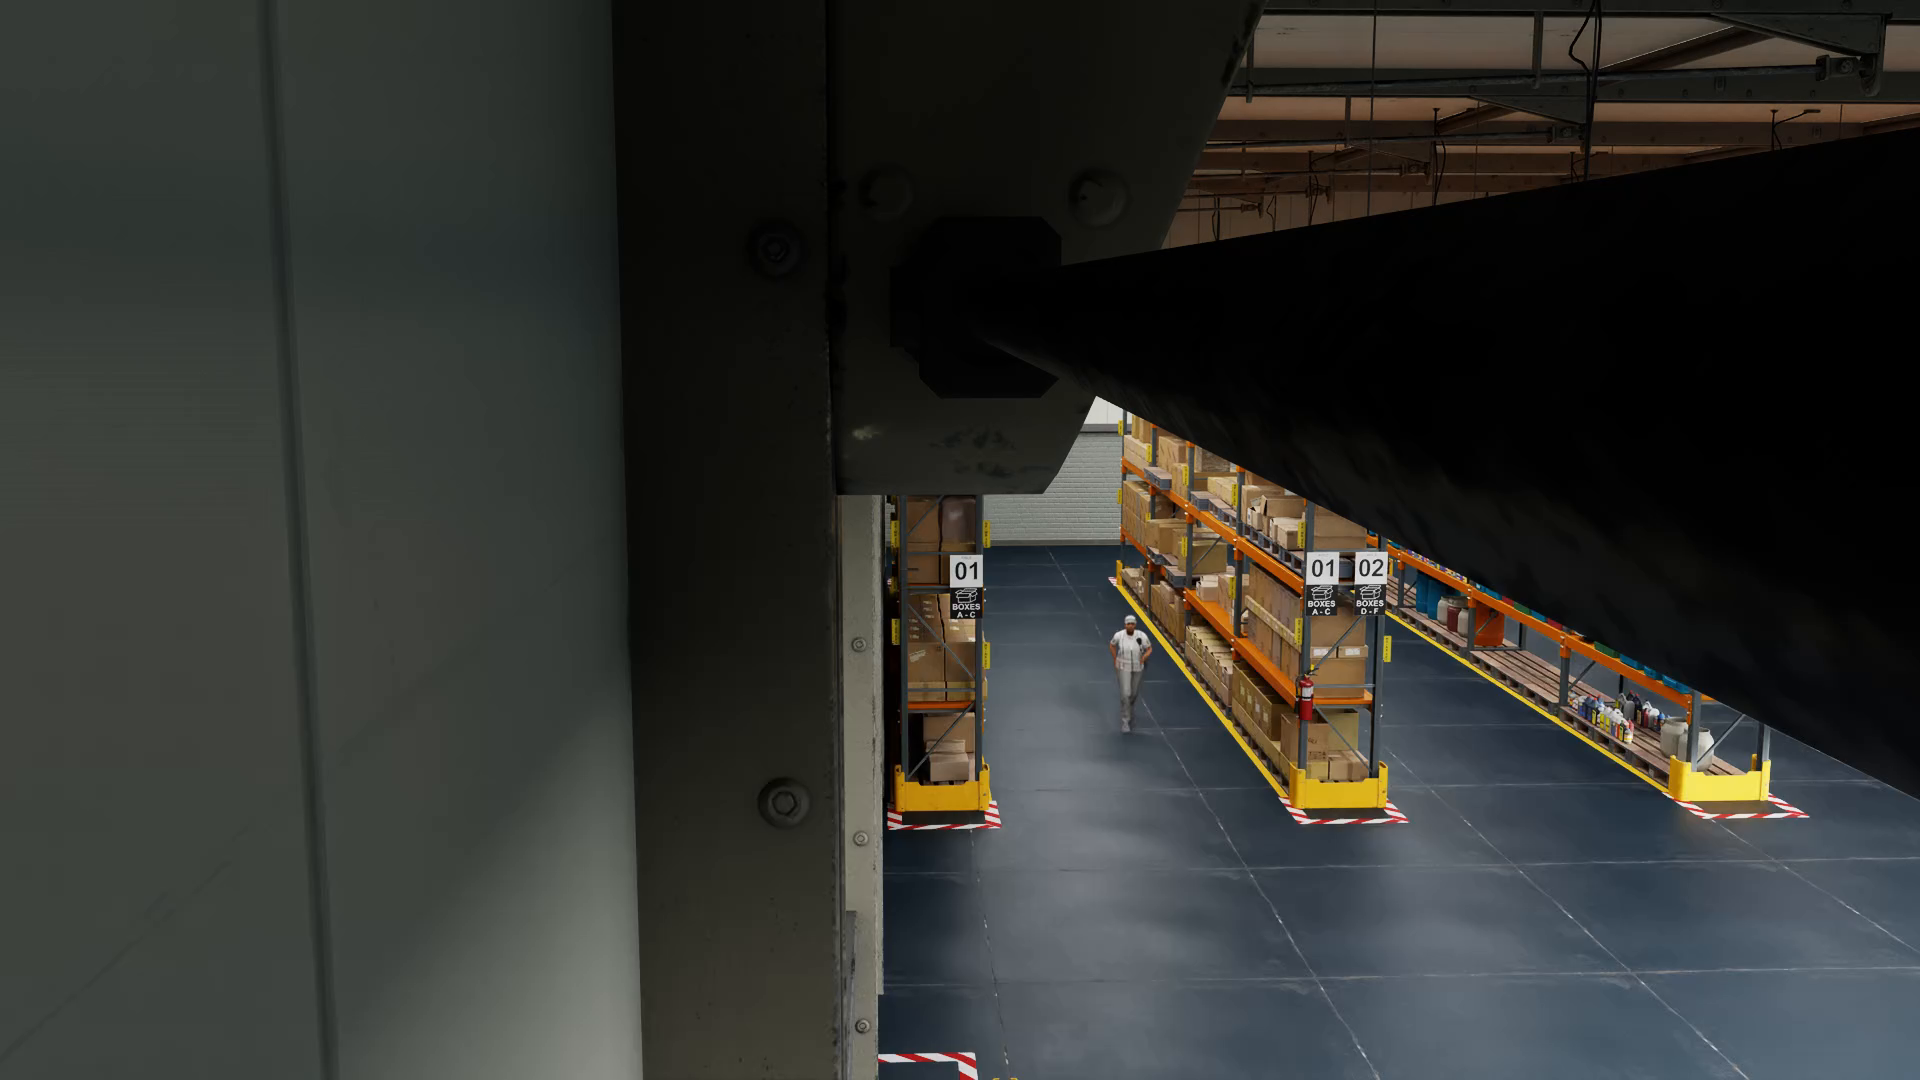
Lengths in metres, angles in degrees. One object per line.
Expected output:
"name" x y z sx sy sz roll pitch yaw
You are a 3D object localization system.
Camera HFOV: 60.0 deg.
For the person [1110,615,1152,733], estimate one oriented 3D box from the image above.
"person" 2.511 1.926 24.446 0.601 1.695 0.815 -1 8 -5
